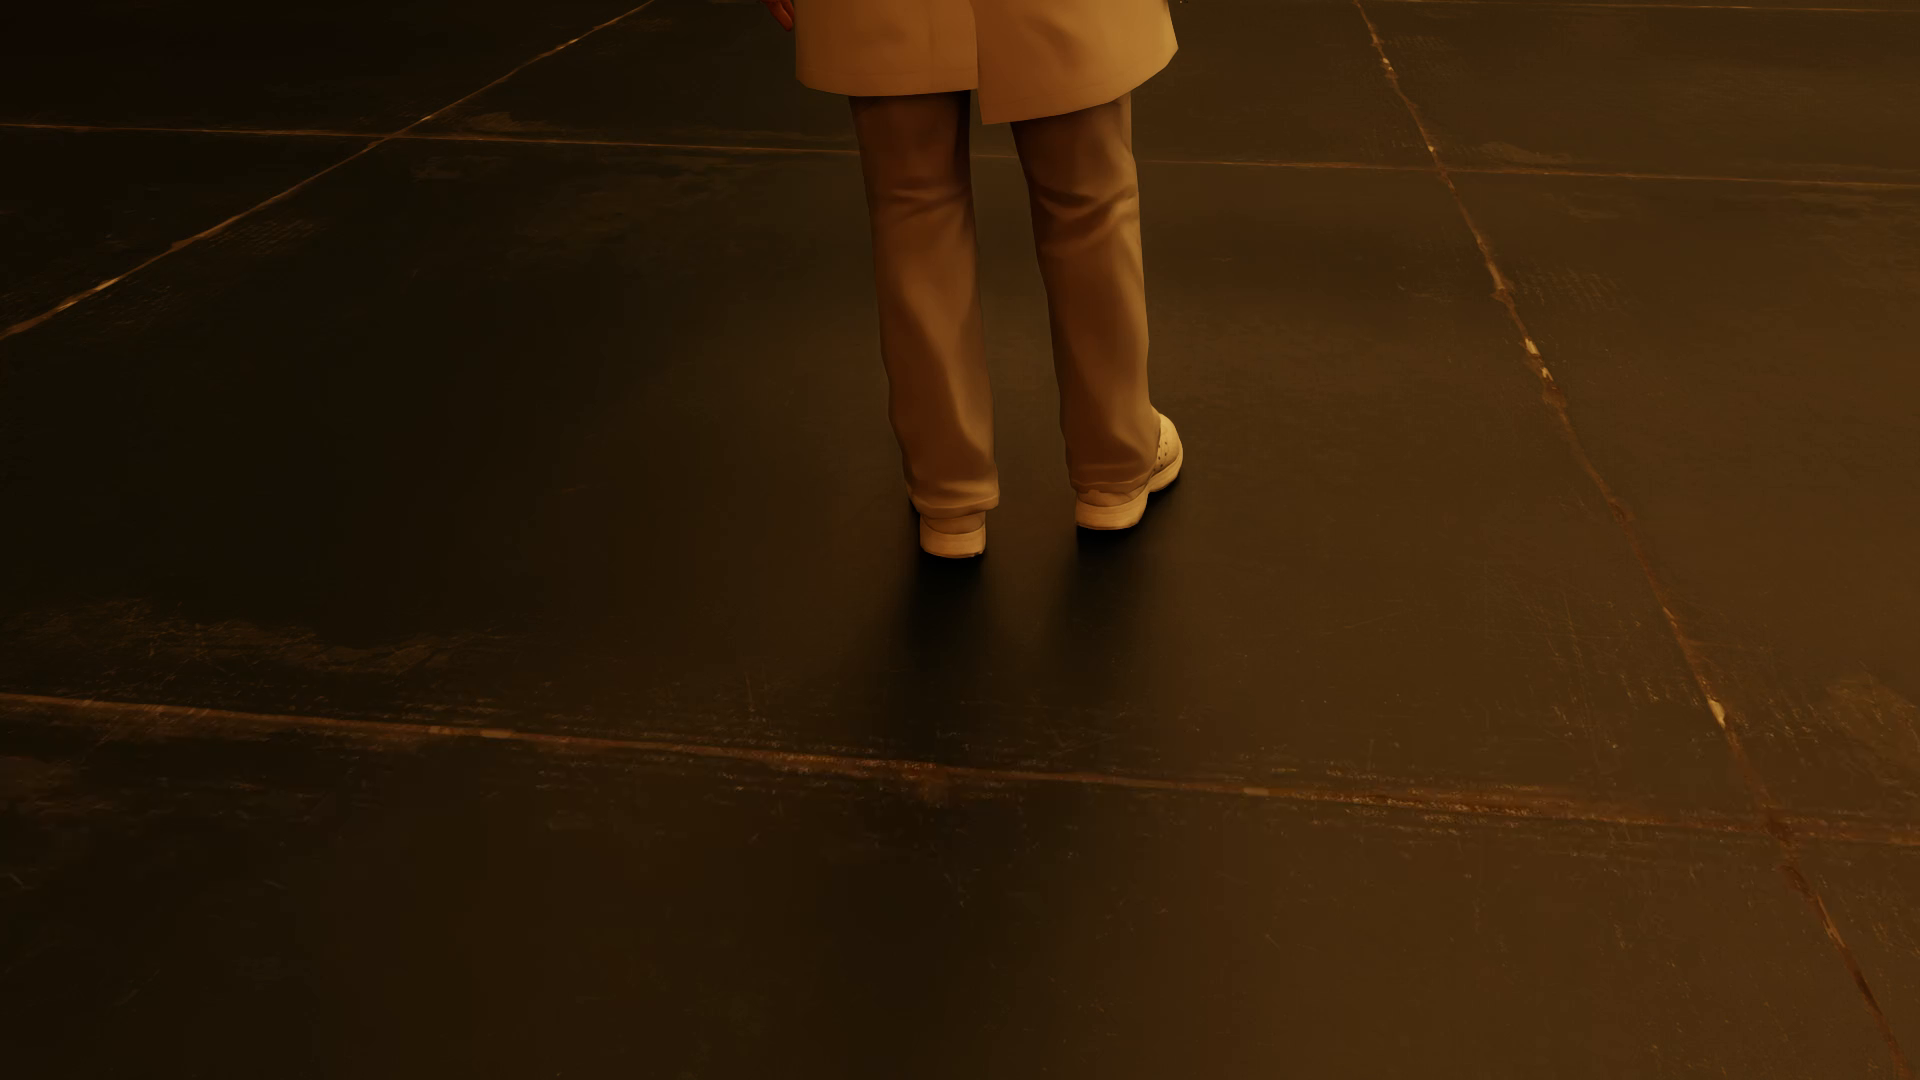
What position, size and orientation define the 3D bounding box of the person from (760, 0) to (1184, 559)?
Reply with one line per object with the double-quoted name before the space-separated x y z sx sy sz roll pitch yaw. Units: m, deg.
"person" 0.017 -0.841 2.180 0.696 1.775 0.581 3 27 7
